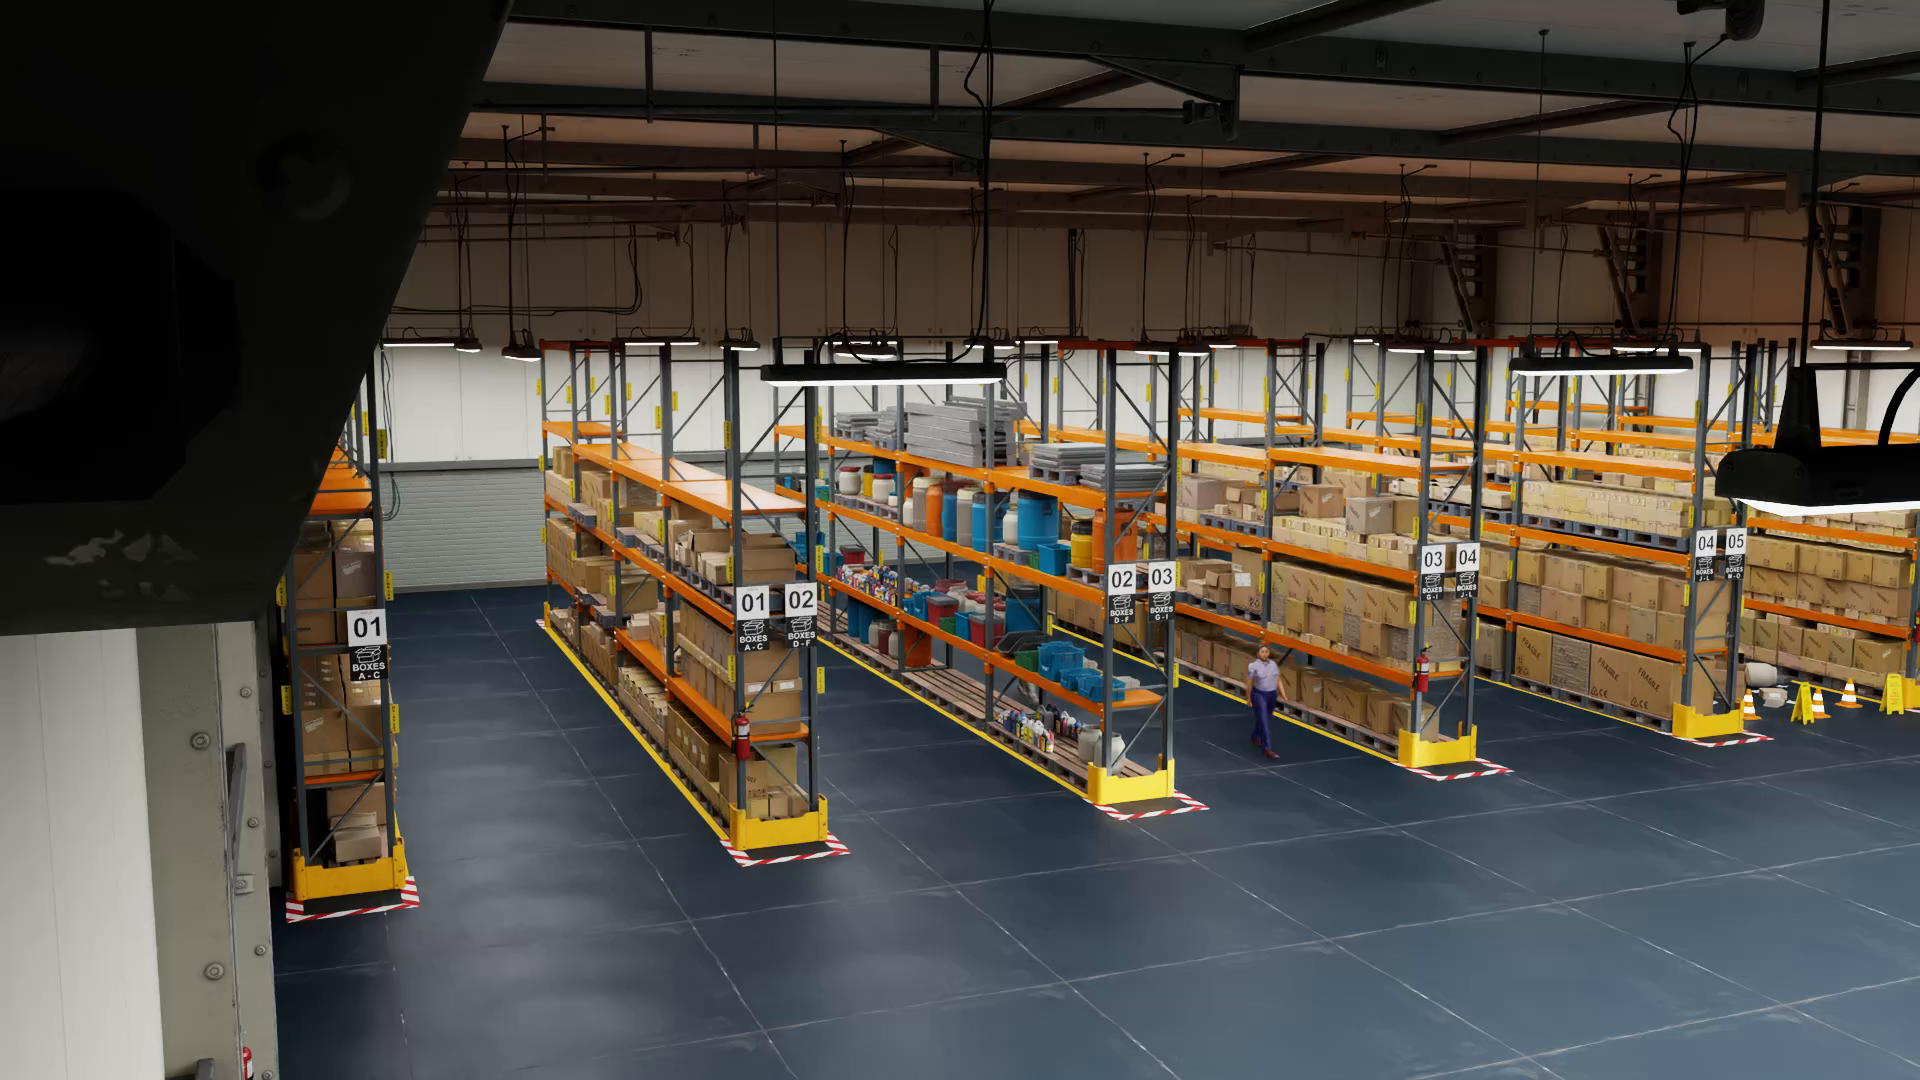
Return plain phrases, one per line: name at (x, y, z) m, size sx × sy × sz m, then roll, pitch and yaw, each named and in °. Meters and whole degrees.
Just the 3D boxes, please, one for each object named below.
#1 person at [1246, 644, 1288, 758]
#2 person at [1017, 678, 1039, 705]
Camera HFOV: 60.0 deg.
person at (4.523, 2.332, 24.553) m, size 0.506 × 1.600 × 0.939 m, roll -3°, pitch 8°, yaw -23°
person at (1.190, 1.853, 27.787) m, size 0.595 × 1.716 × 1.031 m, roll -4°, pitch 8°, yaw -26°
